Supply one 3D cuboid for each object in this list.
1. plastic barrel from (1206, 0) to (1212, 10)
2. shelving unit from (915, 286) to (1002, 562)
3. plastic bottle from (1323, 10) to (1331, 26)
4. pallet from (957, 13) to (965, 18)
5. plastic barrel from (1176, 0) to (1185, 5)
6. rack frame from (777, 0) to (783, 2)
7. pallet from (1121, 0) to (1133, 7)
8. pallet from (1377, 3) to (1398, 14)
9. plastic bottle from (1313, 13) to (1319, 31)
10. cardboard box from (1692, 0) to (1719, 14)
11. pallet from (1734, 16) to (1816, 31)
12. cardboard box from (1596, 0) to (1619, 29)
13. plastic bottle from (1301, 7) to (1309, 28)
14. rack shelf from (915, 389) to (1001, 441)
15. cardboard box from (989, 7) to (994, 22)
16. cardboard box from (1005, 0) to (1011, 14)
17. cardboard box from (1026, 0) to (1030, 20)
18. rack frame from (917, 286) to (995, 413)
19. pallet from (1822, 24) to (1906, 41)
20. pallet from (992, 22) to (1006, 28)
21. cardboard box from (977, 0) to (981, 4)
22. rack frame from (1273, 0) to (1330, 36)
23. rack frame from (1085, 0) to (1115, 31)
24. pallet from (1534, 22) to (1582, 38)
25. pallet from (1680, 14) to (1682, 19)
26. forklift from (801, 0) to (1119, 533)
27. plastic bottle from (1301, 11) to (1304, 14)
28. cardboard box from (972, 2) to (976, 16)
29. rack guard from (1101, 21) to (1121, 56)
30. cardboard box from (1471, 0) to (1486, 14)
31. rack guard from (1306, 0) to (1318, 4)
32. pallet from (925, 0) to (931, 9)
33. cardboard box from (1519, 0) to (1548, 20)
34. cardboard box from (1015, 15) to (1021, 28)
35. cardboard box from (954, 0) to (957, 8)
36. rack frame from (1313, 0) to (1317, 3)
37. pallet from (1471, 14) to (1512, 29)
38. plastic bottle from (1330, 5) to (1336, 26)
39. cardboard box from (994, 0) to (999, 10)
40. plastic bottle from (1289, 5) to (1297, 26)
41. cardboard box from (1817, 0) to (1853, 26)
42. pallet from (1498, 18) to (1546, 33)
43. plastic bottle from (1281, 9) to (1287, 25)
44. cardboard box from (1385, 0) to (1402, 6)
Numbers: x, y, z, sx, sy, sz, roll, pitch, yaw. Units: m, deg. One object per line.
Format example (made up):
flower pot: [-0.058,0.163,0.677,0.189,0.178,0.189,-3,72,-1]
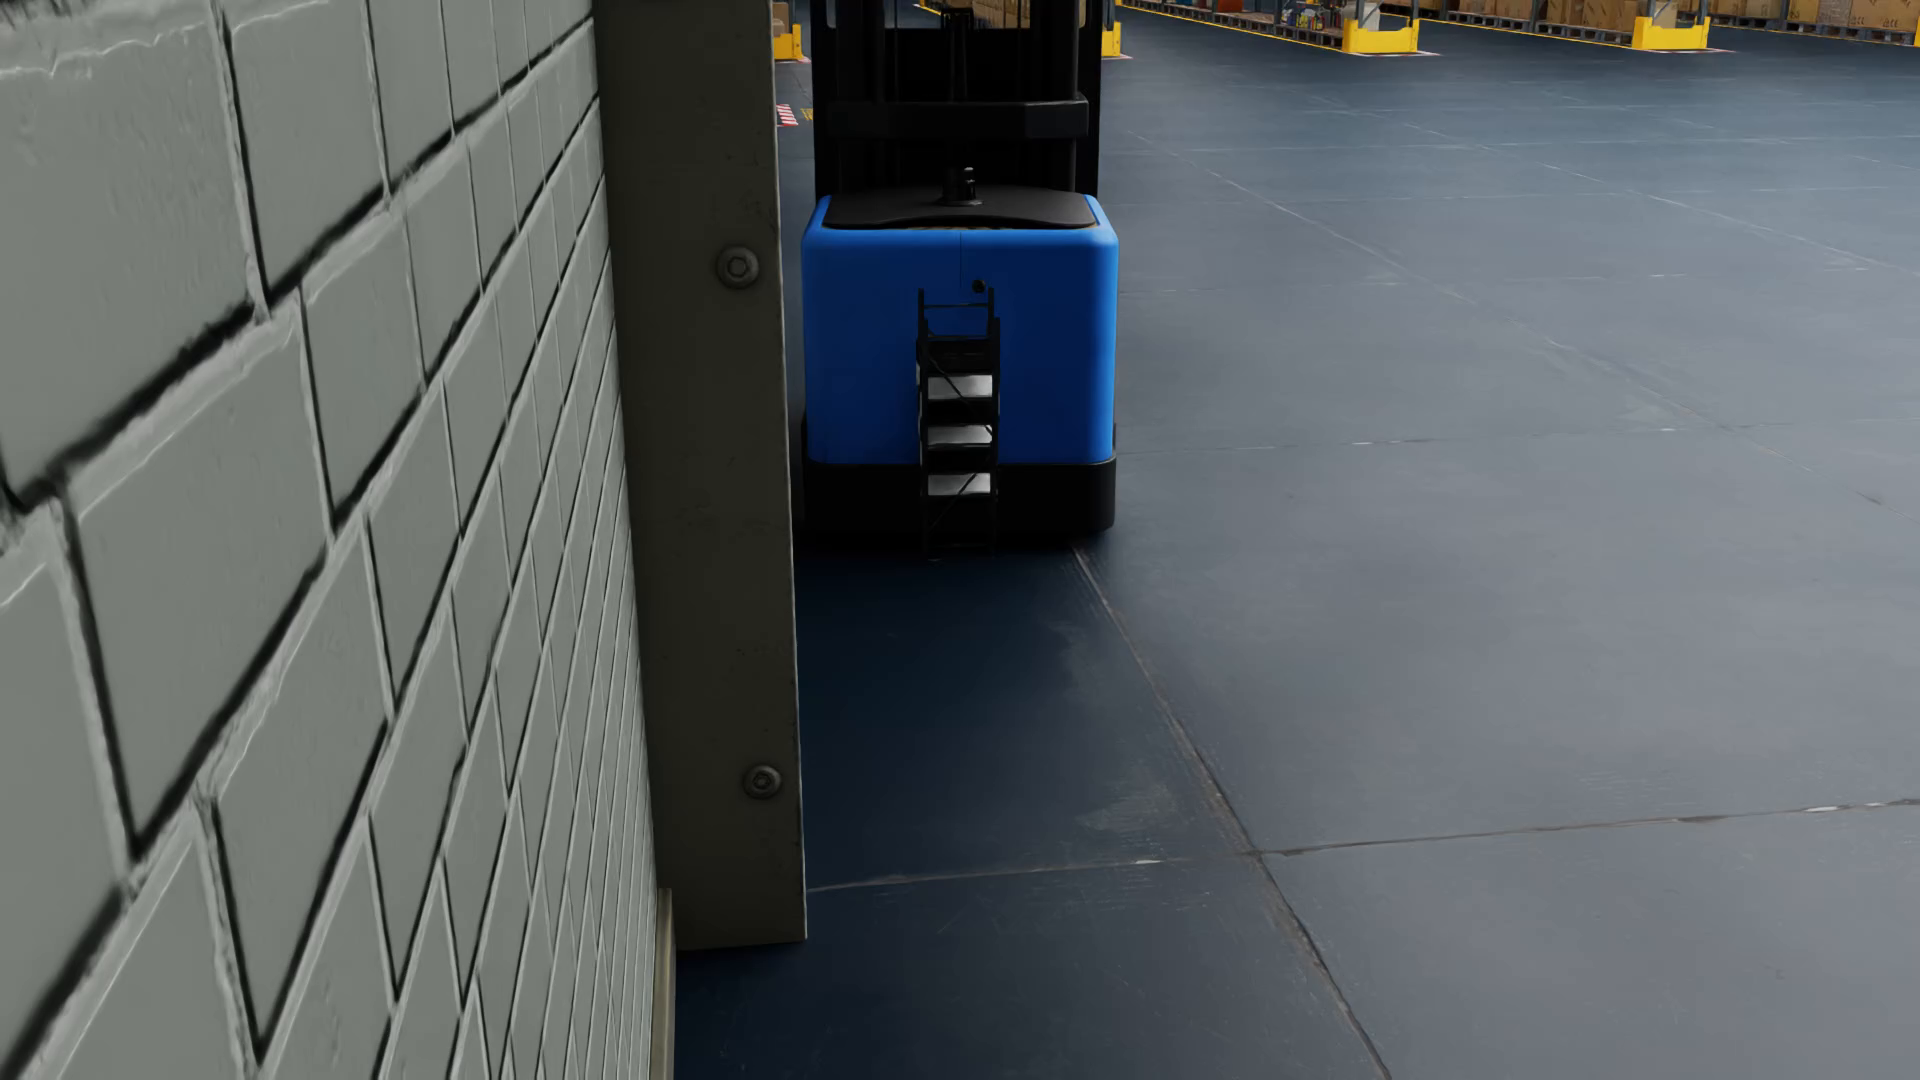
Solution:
plastic barrel: [5.390,-11.401,34.909,0.421,0.512,0.421,0,20,0]
shelving unit: [-0.009,-0.358,5.346,0.258,0.900,0.210,-2,35,-4]
plastic bottle: [6.487,-9.264,29.497,0.152,0.276,0.135,-3,21,-8]
pallet: [0.502,-11.137,35.233,1.003,0.211,1.213,-3,21,-8]
plastic barrel: [5.132,-12.419,37.080,0.600,0.901,0.708,-3,21,-8]
rack frame: [-3.580,-10.125,28.539,1.000,3.000,0.127,-3,21,-8]
pallet: [4.574,-13.186,40.719,1.003,0.211,1.213,-3,21,-8]
pallet: [10.158,-12.075,37.745,1.003,0.211,1.213,-3,21,-8]
plastic bottle: [6.067,-8.827,28.316,0.061,0.283,0.133,-2,21,-6]
cardboard box: [15.599,-11.100,33.763,1.050,0.750,0.750,-3,21,-7]
pallet: [15.862,-10.047,32.315,1.003,0.211,1.213,-3,21,-8]
cardboard box: [11.437,-9.156,28.915,0.500,0.500,0.500,-1,21,-3]
plastic bottle: [6.018,-9.077,28.890,0.144,0.351,0.185,-3,21,-8]
rack shelf: [-0.008,-0.404,5.313,0.258,0.077,0.200,-2,35,-4]
cardboard box: [0.830,-9.767,30.908,0.500,0.250,0.500,-2,21,-7]
cardboard box: [1.079,-9.460,29.016,0.500,0.500,0.500,-3,21,-8]
cardboard box: [1.368,-8.768,27.162,0.500,0.500,0.500,-3,21,-8]
rack frame: [-0.017,-0.416,5.429,0.240,0.900,0.006,-2,35,-4]
pallet: [16.259,-9.093,29.761,1.003,0.211,1.213,-3,21,-8]
pallet: [1.177,-9.323,30.377,1.003,0.211,1.213,-3,21,-8]
cardboard box: [0.614,-10.555,32.218,0.500,0.311,0.500,-3,21,-9]
rack frame: [6.224,-10.625,29.877,1.000,3.000,0.127,-3,21,-8]
rack frame: [1.898,-8.992,25.504,1.000,3.000,0.127,-3,21,-8]
pallet: [11.257,-9.338,30.416,1.003,0.211,1.213,-3,21,-8]
pallet: [15.360,-11.439,36.042,1.003,0.211,1.213,-3,21,-8]
forklift: [-0.017,-1.859,6.503,1.130,2.935,3.031,0,20,-1]
plastic bottle: [6.015,-9.138,29.167,0.097,0.271,0.097,0,20,0]
cardboard box: [0.530,-10.474,32.802,0.500,0.250,0.500,-3,21,-8]
rack guard: [1.902,-7.812,25.919,1.175,0.500,0.348,-3,21,-8]
cardboard box: [10.757,-10.873,33.483,0.700,0.500,0.500,-5,21,-12]
rack guard: [9.392,-13.867,42.130,1.175,0.500,0.348,-3,21,-8]
pallet: [-0.281,-12.923,40.014,1.003,0.211,1.213,-3,21,-8]
cardboard box: [11.058,-10.124,31.478,0.700,0.500,0.500,-5,21,-12]
cardboard box: [1.222,-8.763,28.220,0.500,0.250,0.500,-3,21,-8]
cardboard box: [0.150,-11.644,35.549,0.500,0.500,0.500,-3,21,-7]
rack frame: [9.395,-15.030,41.670,1.000,3.000,0.127,-3,21,-8]
pallet: [10.832,-10.261,32.889,1.003,0.211,1.213,-3,21,-8]
plastic bottle: [6.629,-9.315,29.528,0.144,0.351,0.185,-4,21,-10]
cardboard box: [0.898,-9.854,30.339,0.500,0.311,0.500,-2,21,-6]
plastic bottle: [5.930,-9.290,29.459,0.144,0.351,0.185,-2,21,-6]
cardboard box: [16.203,-9.758,29.993,0.875,0.875,0.875,-3,21,-7]
pallet: [11.011,-9.838,31.755,1.003,0.211,1.213,-3,21,-8]
plastic bottle: [5.836,-9.421,29.923,0.097,0.271,0.097,0,20,0]
cardboard box: [10.214,-12.316,36.841,1.225,0.875,0.875,-4,21,-10]
